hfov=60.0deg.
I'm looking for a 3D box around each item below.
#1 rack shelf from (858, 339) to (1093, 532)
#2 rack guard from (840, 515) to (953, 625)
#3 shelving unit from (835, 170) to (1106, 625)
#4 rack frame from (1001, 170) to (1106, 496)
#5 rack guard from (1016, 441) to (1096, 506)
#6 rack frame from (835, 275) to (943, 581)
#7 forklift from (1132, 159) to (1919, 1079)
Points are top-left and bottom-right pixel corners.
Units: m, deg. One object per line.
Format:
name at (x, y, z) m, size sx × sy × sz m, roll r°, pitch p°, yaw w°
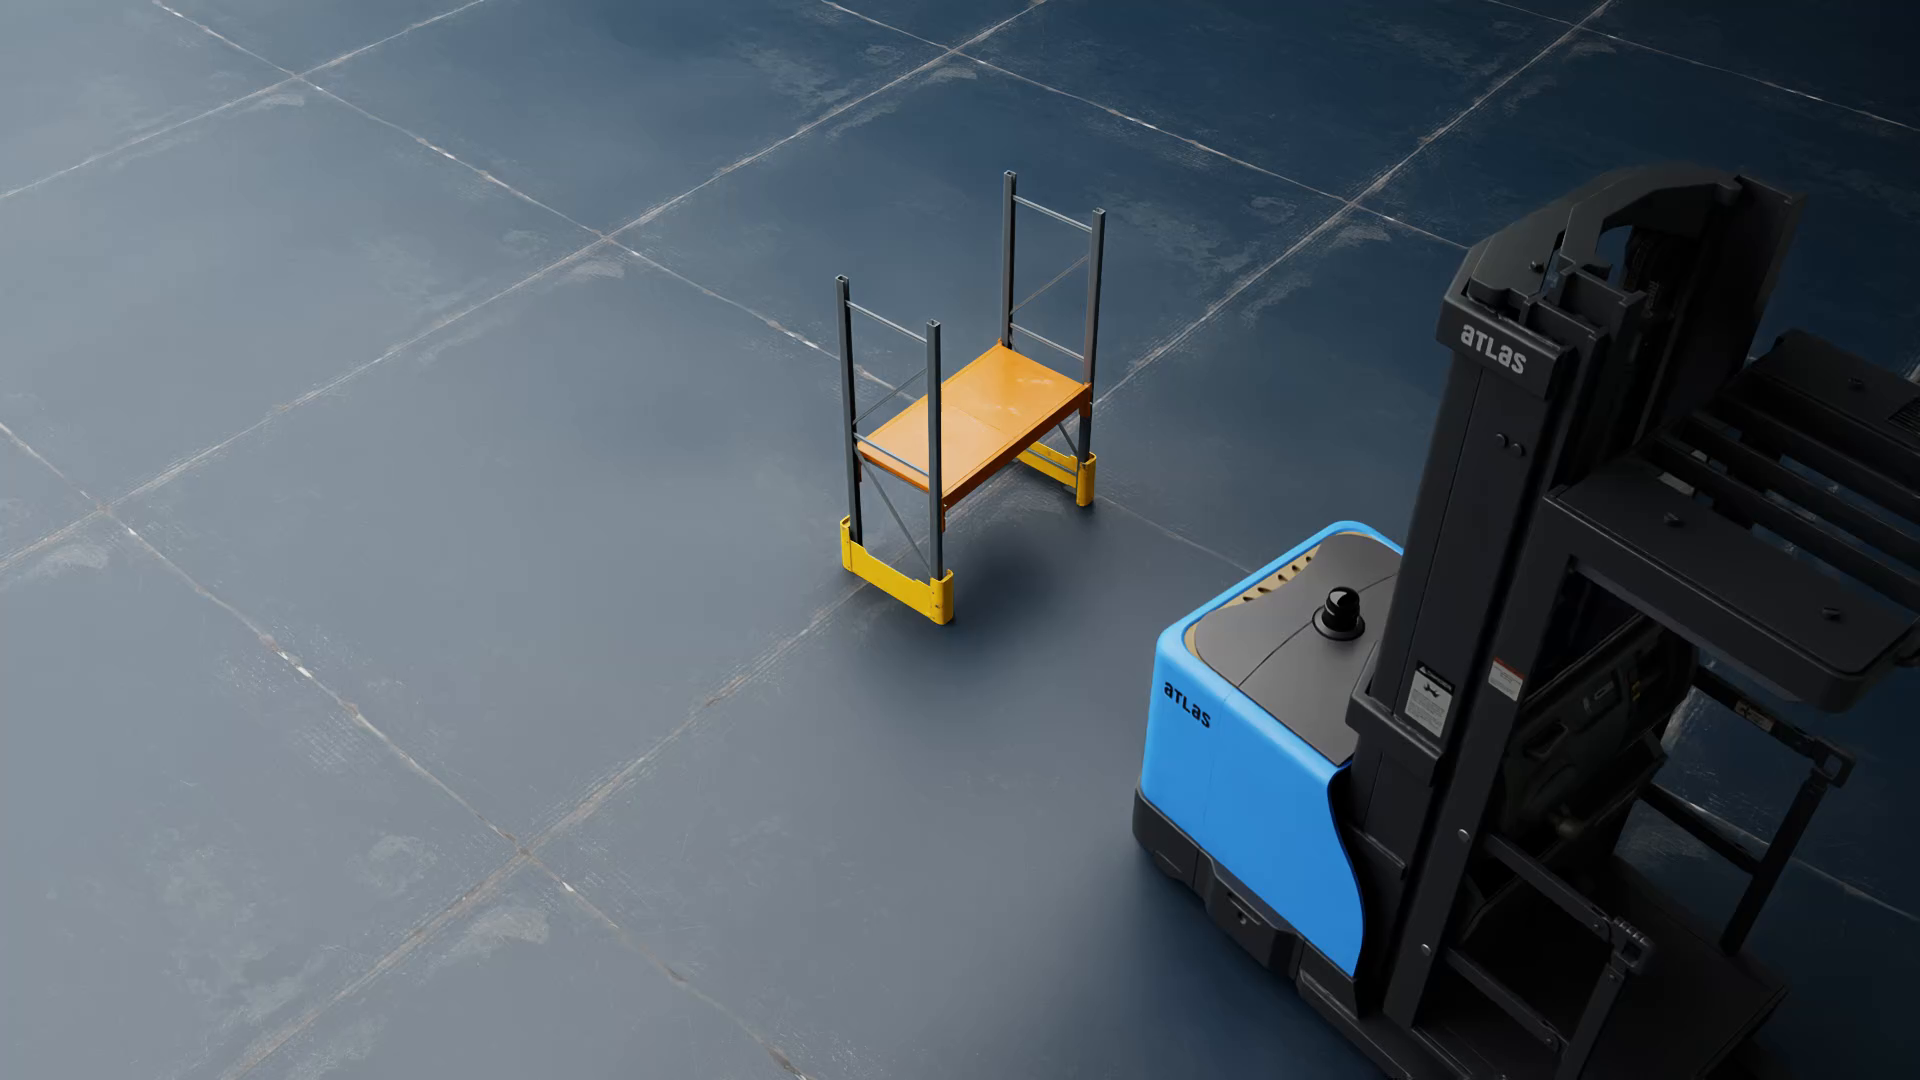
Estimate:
rack shelf at (0.055, -0.466, 7.097) m, size 0.538 × 0.185 × 1.000 m, roll 29°, pitch 50°, yaw 28°
rack guard at (-0.271, 0.125, 7.109) m, size 0.587 × 0.250 × 0.087 m, roll 29°, pitch 50°, yaw 28°
shelving unit at (0.049, -0.594, 6.971) m, size 0.587 × 1.500 × 1.083 m, roll 29°, pitch 50°, yaw 28°
rack frame at (0.382, -0.861, 7.264) m, size 0.500 × 1.500 × 0.032 m, roll 29°, pitch 50°, yaw 28°
rack guard at (0.370, -0.388, 7.673) m, size 0.587 × 0.250 × 0.087 m, roll 29°, pitch 50°, yaw 28°
rack frame at (-0.272, -0.337, 6.688) m, size 0.500 × 1.500 × 0.032 m, roll 29°, pitch 50°, yaw 28°
forklift at (1.959, 0.587, 4.608) m, size 1.130 × 2.935 × 3.031 m, roll -29°, pitch 50°, yaw -28°
